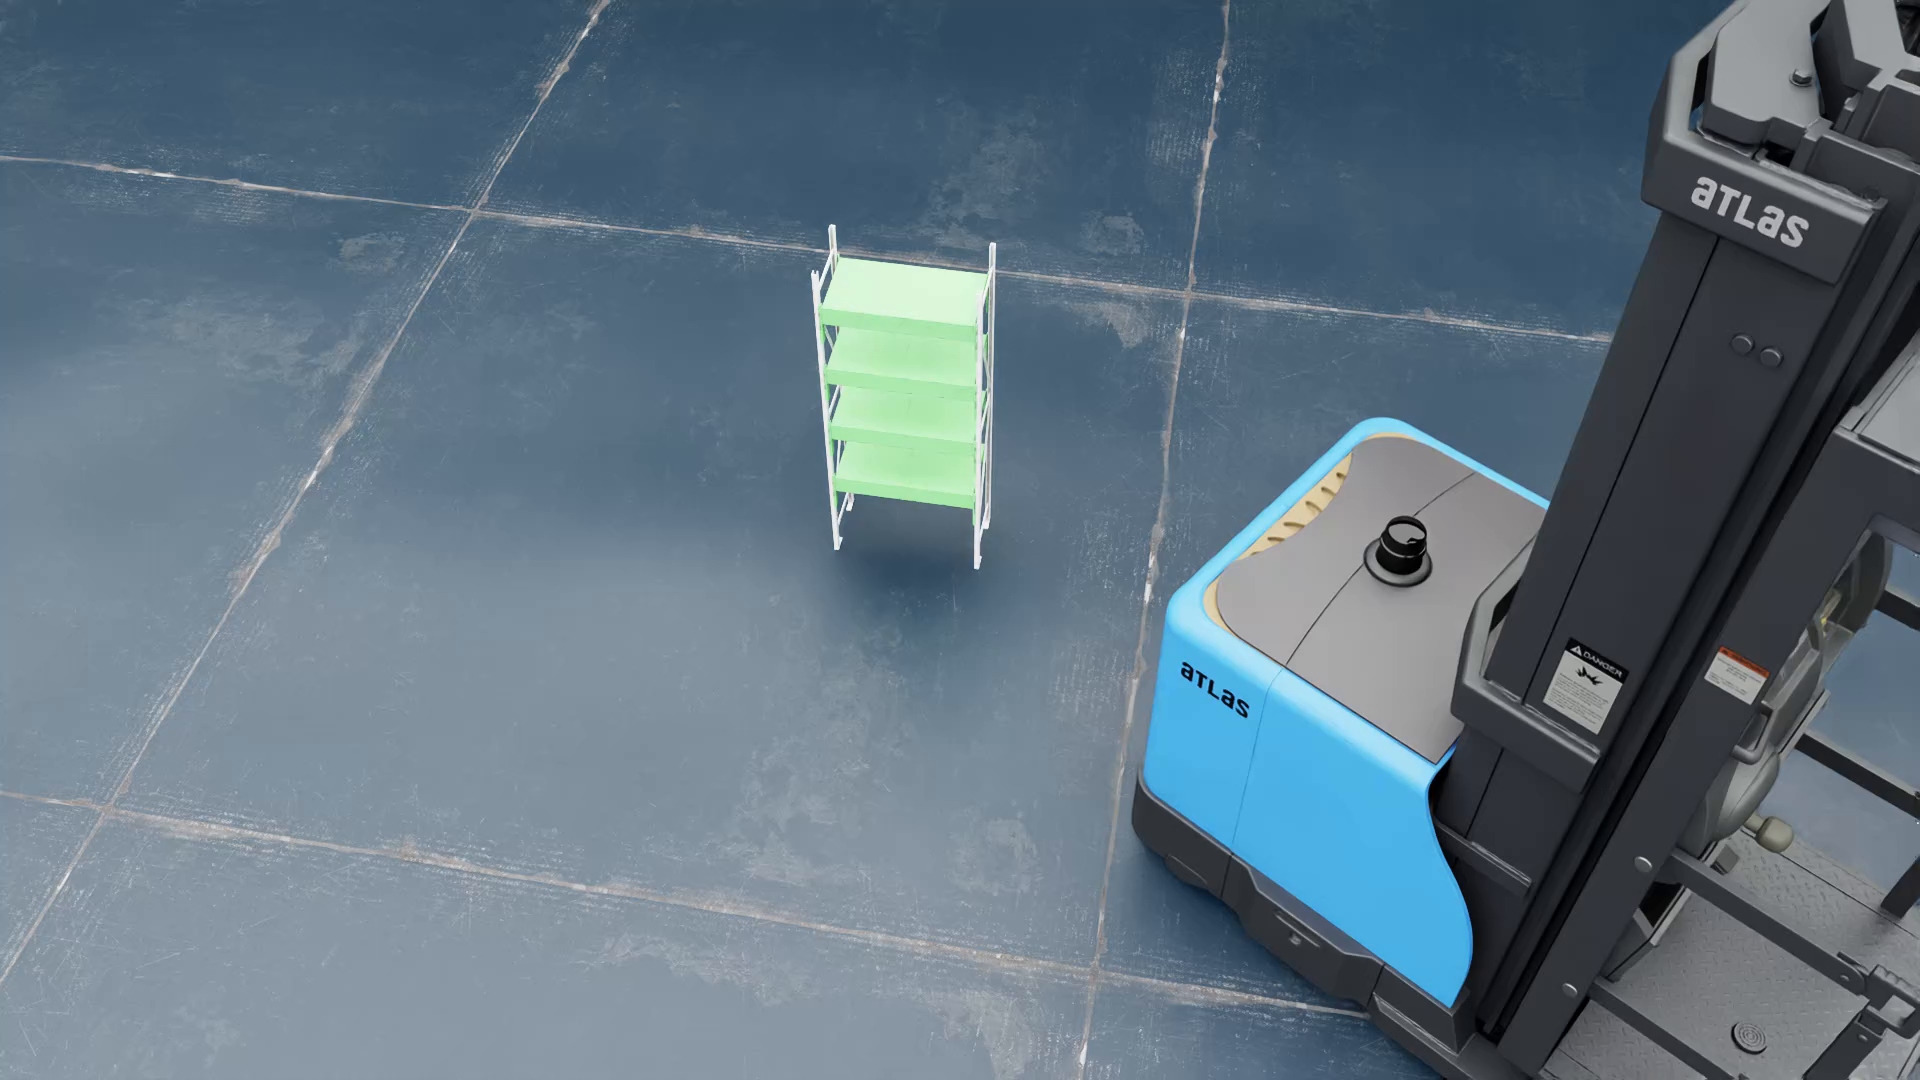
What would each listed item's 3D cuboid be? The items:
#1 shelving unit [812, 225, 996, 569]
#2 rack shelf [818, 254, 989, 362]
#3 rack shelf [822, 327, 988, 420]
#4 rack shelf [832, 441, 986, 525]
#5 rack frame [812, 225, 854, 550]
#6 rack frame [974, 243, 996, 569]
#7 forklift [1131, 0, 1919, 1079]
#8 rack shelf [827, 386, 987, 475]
[{"bbox_3d":[-0.163,-0.423,5.323,0.503,1.200,0.258,8,49,7],"label":"shelving unit"},{"bbox_3d":[-0.163,-0.701,5.014,0.480,0.148,0.258,8,49,7],"label":"rack shelf"},{"bbox_3d":[-0.163,-0.541,5.192,0.480,0.148,0.258,8,49,7],"label":"rack shelf"},{"bbox_3d":[-0.163,-0.220,5.549,0.480,0.148,0.258,8,49,7],"label":"rack shelf"},{"bbox_3d":[-0.403,-0.455,5.352,0.015,1.200,0.240,8,49,7],"label":"rack frame"},{"bbox_3d":[0.077,-0.391,5.294,0.015,1.200,0.240,8,49,7],"label":"rack frame"},{"bbox_3d":[1.934,0.374,3.443,3.031,2.935,1.130,34,56,27],"label":"forklift"},{"bbox_3d":[-0.163,-0.380,5.371,0.480,0.148,0.258,8,49,7],"label":"rack shelf"}]
